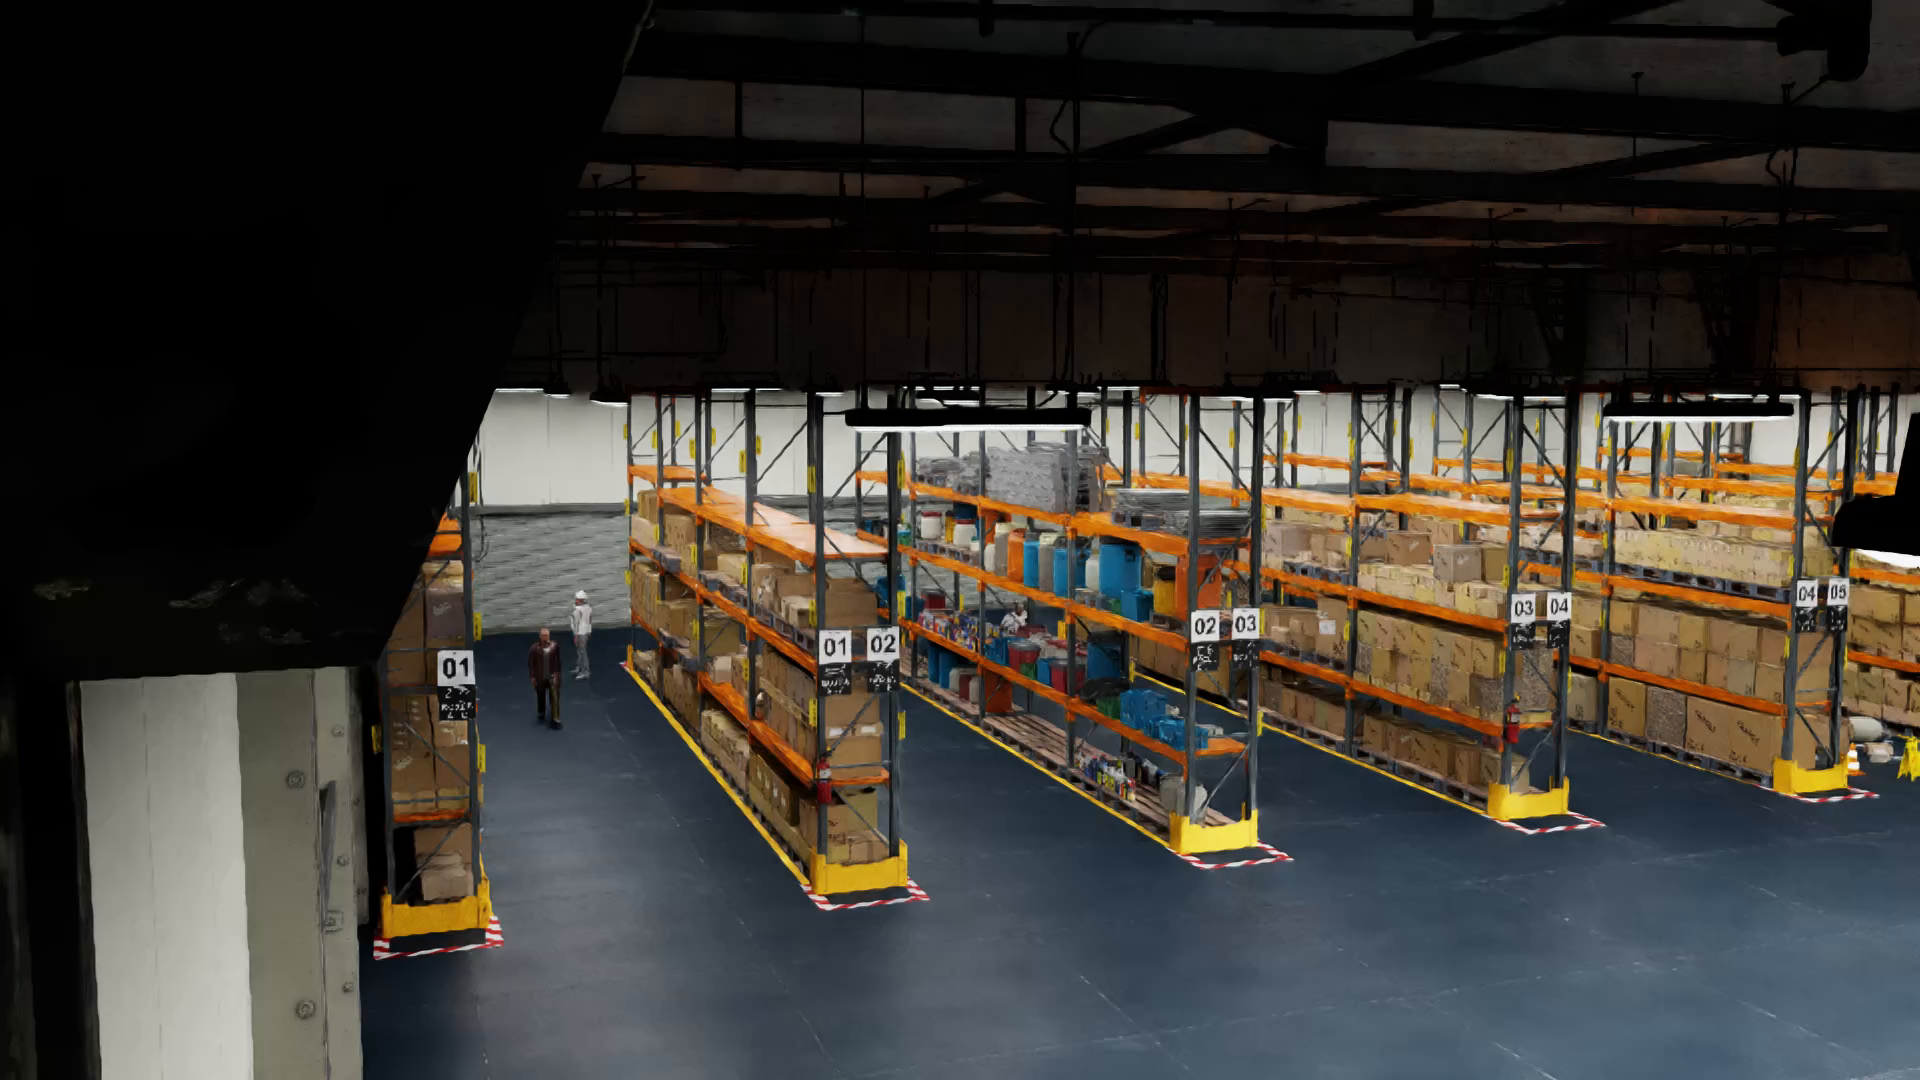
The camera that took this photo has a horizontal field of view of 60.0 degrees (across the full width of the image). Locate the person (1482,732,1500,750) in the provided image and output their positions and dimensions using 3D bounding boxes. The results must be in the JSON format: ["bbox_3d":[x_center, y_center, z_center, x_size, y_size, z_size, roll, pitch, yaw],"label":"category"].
[{"bbox_3d":[8.537,2.750,26.467,0.457,1.675,0.532,-6,8,-43],"label":"person"}]

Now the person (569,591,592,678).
[{"bbox_3d":[-7.816,1.914,34.134,0.596,1.769,0.713,1,6,13],"label":"person"}]

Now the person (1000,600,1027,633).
[{"bbox_3d":[1.132,2.032,33.455,0.682,1.715,0.542,-2,6,-21],"label":"person"}]

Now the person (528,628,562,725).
[{"bbox_3d":[-7.391,2.407,29.660,0.598,1.698,1.193,-2,6,-16],"label":"person"}]
